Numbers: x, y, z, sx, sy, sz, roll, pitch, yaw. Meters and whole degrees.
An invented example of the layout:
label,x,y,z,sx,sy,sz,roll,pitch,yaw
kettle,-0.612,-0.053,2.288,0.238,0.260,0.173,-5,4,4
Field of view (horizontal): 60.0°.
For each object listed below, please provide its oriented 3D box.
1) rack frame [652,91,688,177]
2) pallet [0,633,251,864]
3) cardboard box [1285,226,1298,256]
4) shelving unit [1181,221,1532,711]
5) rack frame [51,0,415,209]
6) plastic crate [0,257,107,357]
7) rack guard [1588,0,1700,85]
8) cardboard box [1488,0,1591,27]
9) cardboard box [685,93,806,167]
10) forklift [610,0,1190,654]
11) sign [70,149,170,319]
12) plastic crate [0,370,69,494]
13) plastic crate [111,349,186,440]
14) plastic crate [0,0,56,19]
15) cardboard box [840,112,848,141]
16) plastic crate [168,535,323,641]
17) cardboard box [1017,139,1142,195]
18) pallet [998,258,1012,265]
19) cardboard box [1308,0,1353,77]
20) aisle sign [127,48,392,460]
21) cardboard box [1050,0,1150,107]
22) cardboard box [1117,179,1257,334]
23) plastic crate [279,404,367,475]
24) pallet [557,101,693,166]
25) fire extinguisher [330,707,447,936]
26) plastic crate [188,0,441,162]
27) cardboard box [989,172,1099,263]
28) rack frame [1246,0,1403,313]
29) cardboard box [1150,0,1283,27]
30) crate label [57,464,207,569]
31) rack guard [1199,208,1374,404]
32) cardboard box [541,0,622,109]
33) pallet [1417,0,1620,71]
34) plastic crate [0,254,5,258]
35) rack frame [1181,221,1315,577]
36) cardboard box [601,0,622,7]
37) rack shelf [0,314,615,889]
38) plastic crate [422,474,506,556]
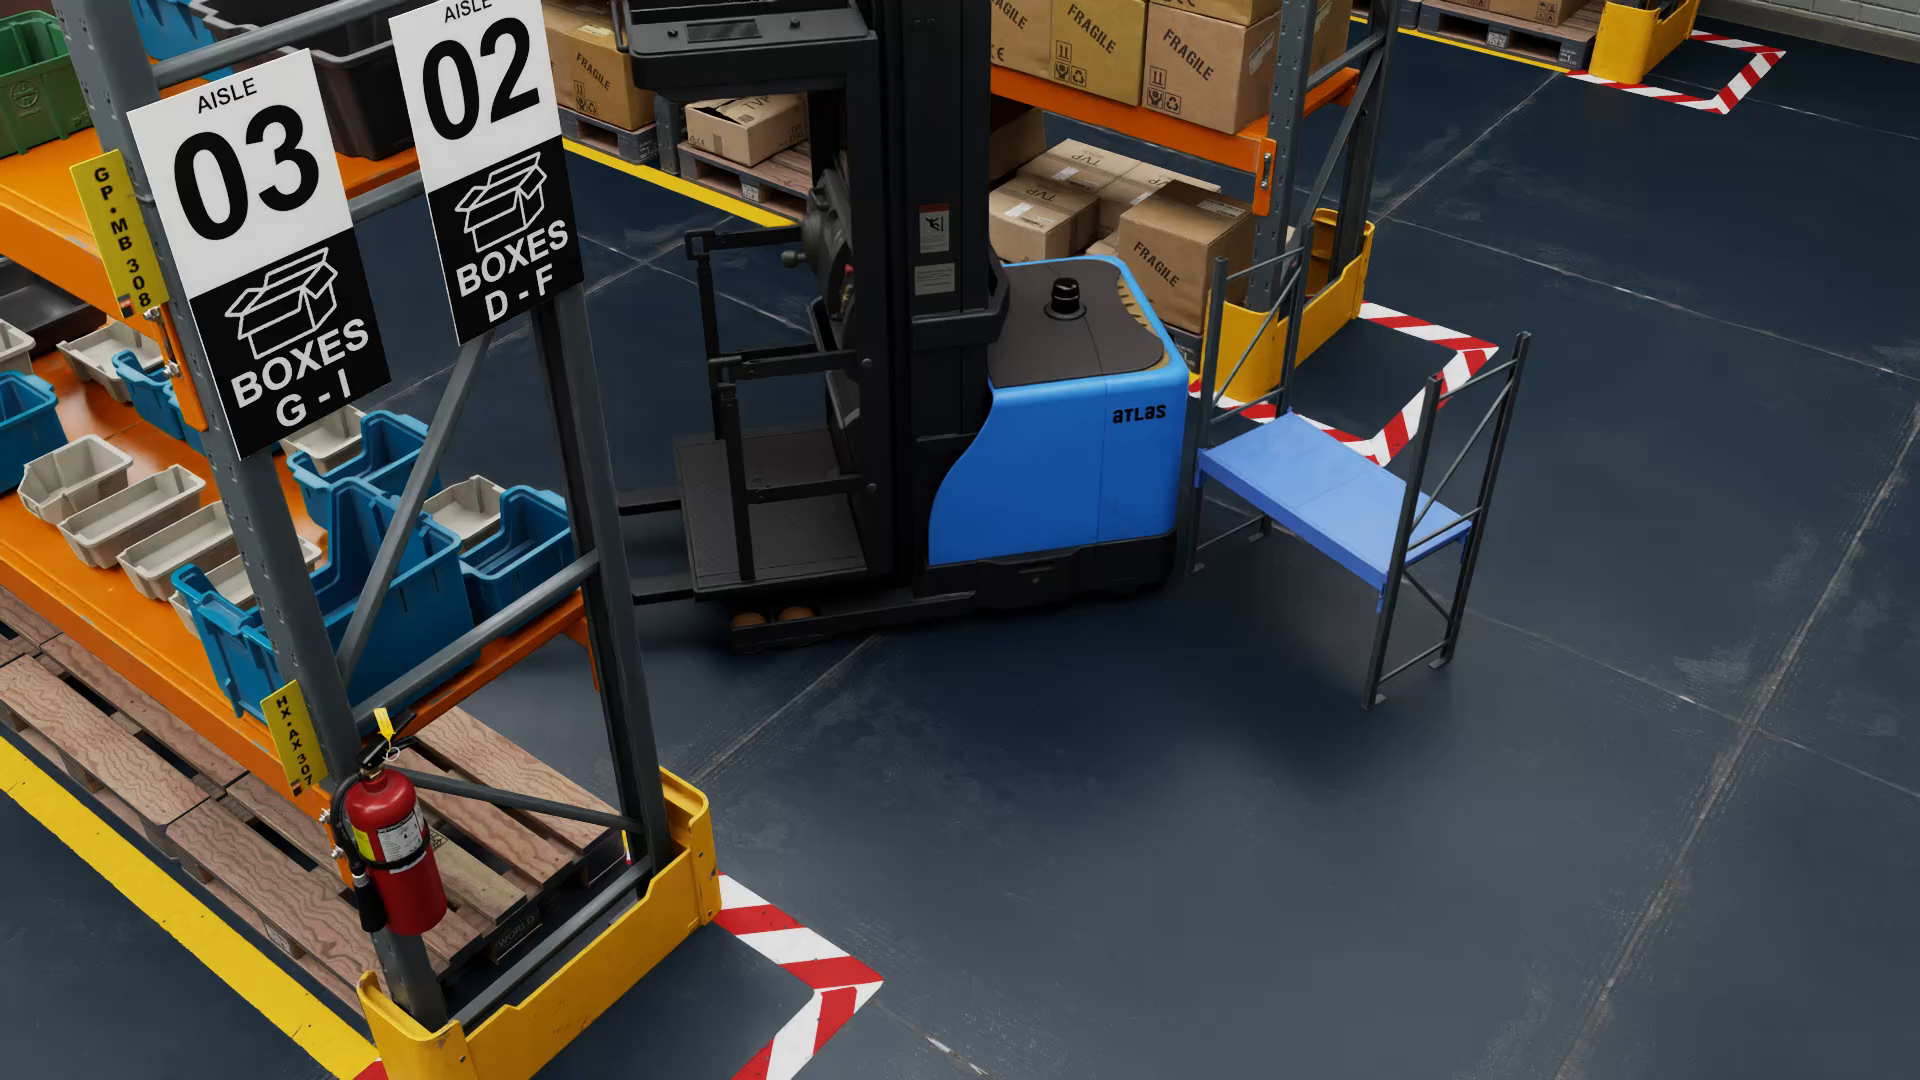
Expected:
label,x,y,z,sx,sy,sz,roll,pitch,yaw
rack frame,-1.467,-3.646,9.474,0.127,3.000,1.000,25,45,29
pallet,-2.899,0.589,6.327,1.213,0.211,1.003,25,45,29
cardboard box,1.586,-1.524,8.719,0.250,0.149,0.380,25,45,29
shelving unit,1.454,-0.283,6.394,0.538,1.500,1.048,-25,44,-28
rack frame,-1.302,-2.086,2.615,0.127,3.000,1.000,25,45,29
plastic crate,-3.427,-0.850,6.077,0.590,0.125,0.437,25,45,29
rack guard,4.736,-3.582,11.419,0.348,0.500,1.175,25,45,29
cardboard box,4.100,-3.969,11.574,0.500,0.500,0.700,25,45,29
cardboard box,-1.265,-2.498,9.831,0.500,0.311,0.500,25,45,29
forklift,-0.674,-1.056,6.221,3.031,2.935,1.130,-8,39,-10
sign,-1.624,-0.589,3.220,0.005,0.325,0.100,25,45,29
plastic crate,-3.089,-0.325,5.319,0.300,0.233,0.416,25,45,29
plastic crate,-2.583,-0.541,5.595,0.300,0.233,0.416,25,45,29
plastic crate,-2.349,-1.587,4.462,0.767,0.338,0.504,25,45,29
cardboard box,-0.508,-2.511,9.980,0.250,0.149,0.380,25,45,29
plastic crate,-2.060,0.139,4.804,0.243,0.136,0.396,25,45,29
cardboard box,0.656,-1.956,9.188,0.500,0.250,0.500,25,45,29
pallet,0.051,-1.834,9.421,1.213,0.211,1.003,25,45,29
cardboard box,1.518,-2.483,7.907,0.500,0.500,0.500,26,45,29
aisle sign,-1.423,-0.577,3.445,0.004,0.787,0.394,25,45,29
cardboard box,0.775,-2.415,7.820,0.500,0.500,0.500,26,45,29
cardboard box,1.128,-1.420,8.301,0.500,0.500,0.500,25,45,29
plastic crate,-2.042,-0.312,5.381,0.298,0.136,0.250,25,45,29
pallet,-2.136,-2.834,10.699,1.213,0.211,1.003,25,45,29
fire extinguisher,-1.459,0.732,4.247,0.183,0.674,0.296,25,45,29
plastic crate,-1.439,-1.134,3.938,0.590,0.269,0.497,25,45,29
cardboard box,0.392,-1.692,8.852,0.500,0.250,0.500,25,45,29
rack frame,1.710,-2.148,7.561,0.127,3.000,1.000,25,45,29
cardboard box,1.189,-2.613,7.262,0.500,0.500,0.500,25,44,28
crate label,-2.518,-0.069,5.070,0.243,0.136,0.396,25,45,29
rack guard,1.650,-1.192,8.367,0.348,0.500,1.175,25,45,29
cardboard box,-2.421,-3.069,10.407,0.500,0.500,0.500,25,45,29
pallet,4.034,-3.738,11.854,1.213,0.211,1.003,25,45,29
plastic crate,-3.901,-1.232,6.354,0.575,0.384,0.392,25,45,29
rack frame,1.151,-0.534,6.715,0.500,1.500,0.032,-25,44,-28
cardboard box,-2.134,-3.330,10.741,0.500,0.500,0.500,26,45,29
rack shelf,-2.891,-0.190,5.643,4.000,0.370,1.077,25,45,29
plastic crate,-1.503,-0.058,5.056,0.298,0.136,0.250,25,45,29
